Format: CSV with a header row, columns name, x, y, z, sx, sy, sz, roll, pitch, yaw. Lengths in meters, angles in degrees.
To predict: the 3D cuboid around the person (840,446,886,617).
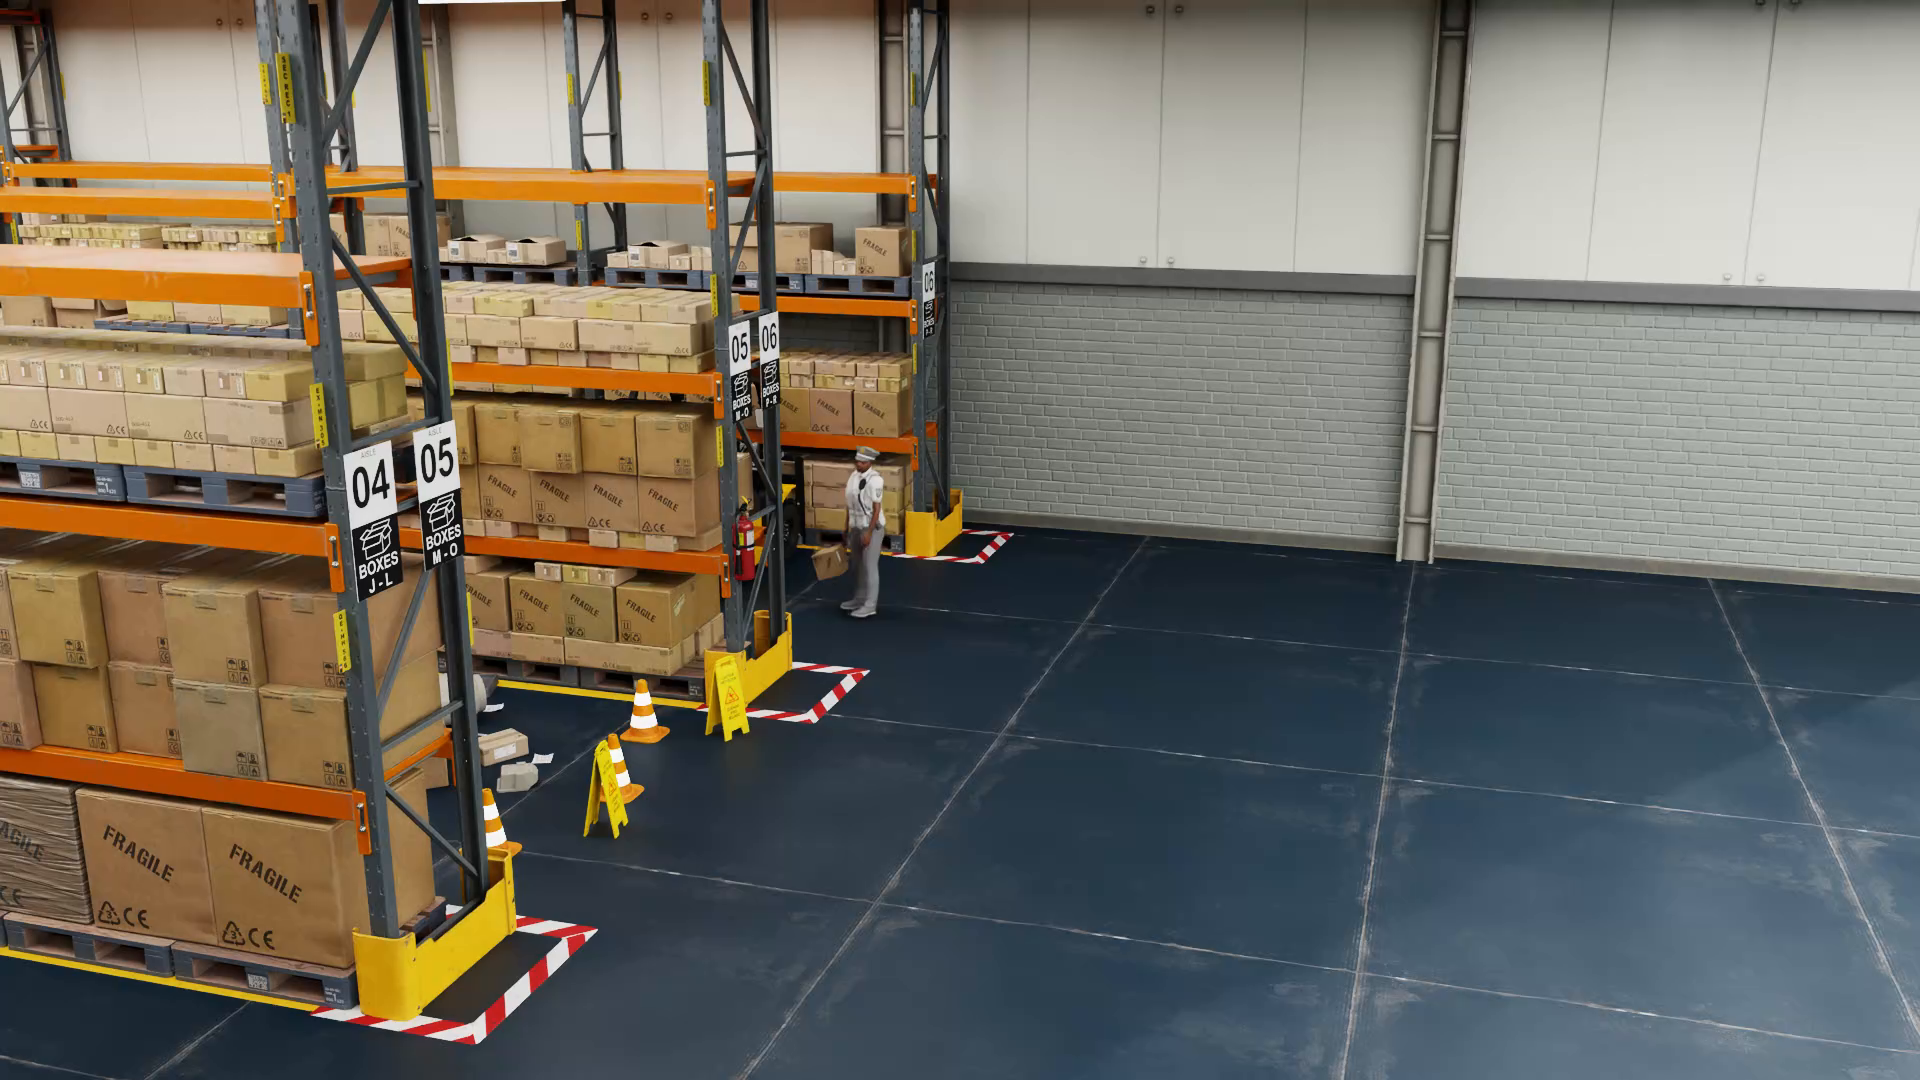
name,x,y,z,sx,sy,sz,roll,pitch,yaw
person,-0.981,-0.098,16.202,0.443,1.691,0.530,-12,19,-38
